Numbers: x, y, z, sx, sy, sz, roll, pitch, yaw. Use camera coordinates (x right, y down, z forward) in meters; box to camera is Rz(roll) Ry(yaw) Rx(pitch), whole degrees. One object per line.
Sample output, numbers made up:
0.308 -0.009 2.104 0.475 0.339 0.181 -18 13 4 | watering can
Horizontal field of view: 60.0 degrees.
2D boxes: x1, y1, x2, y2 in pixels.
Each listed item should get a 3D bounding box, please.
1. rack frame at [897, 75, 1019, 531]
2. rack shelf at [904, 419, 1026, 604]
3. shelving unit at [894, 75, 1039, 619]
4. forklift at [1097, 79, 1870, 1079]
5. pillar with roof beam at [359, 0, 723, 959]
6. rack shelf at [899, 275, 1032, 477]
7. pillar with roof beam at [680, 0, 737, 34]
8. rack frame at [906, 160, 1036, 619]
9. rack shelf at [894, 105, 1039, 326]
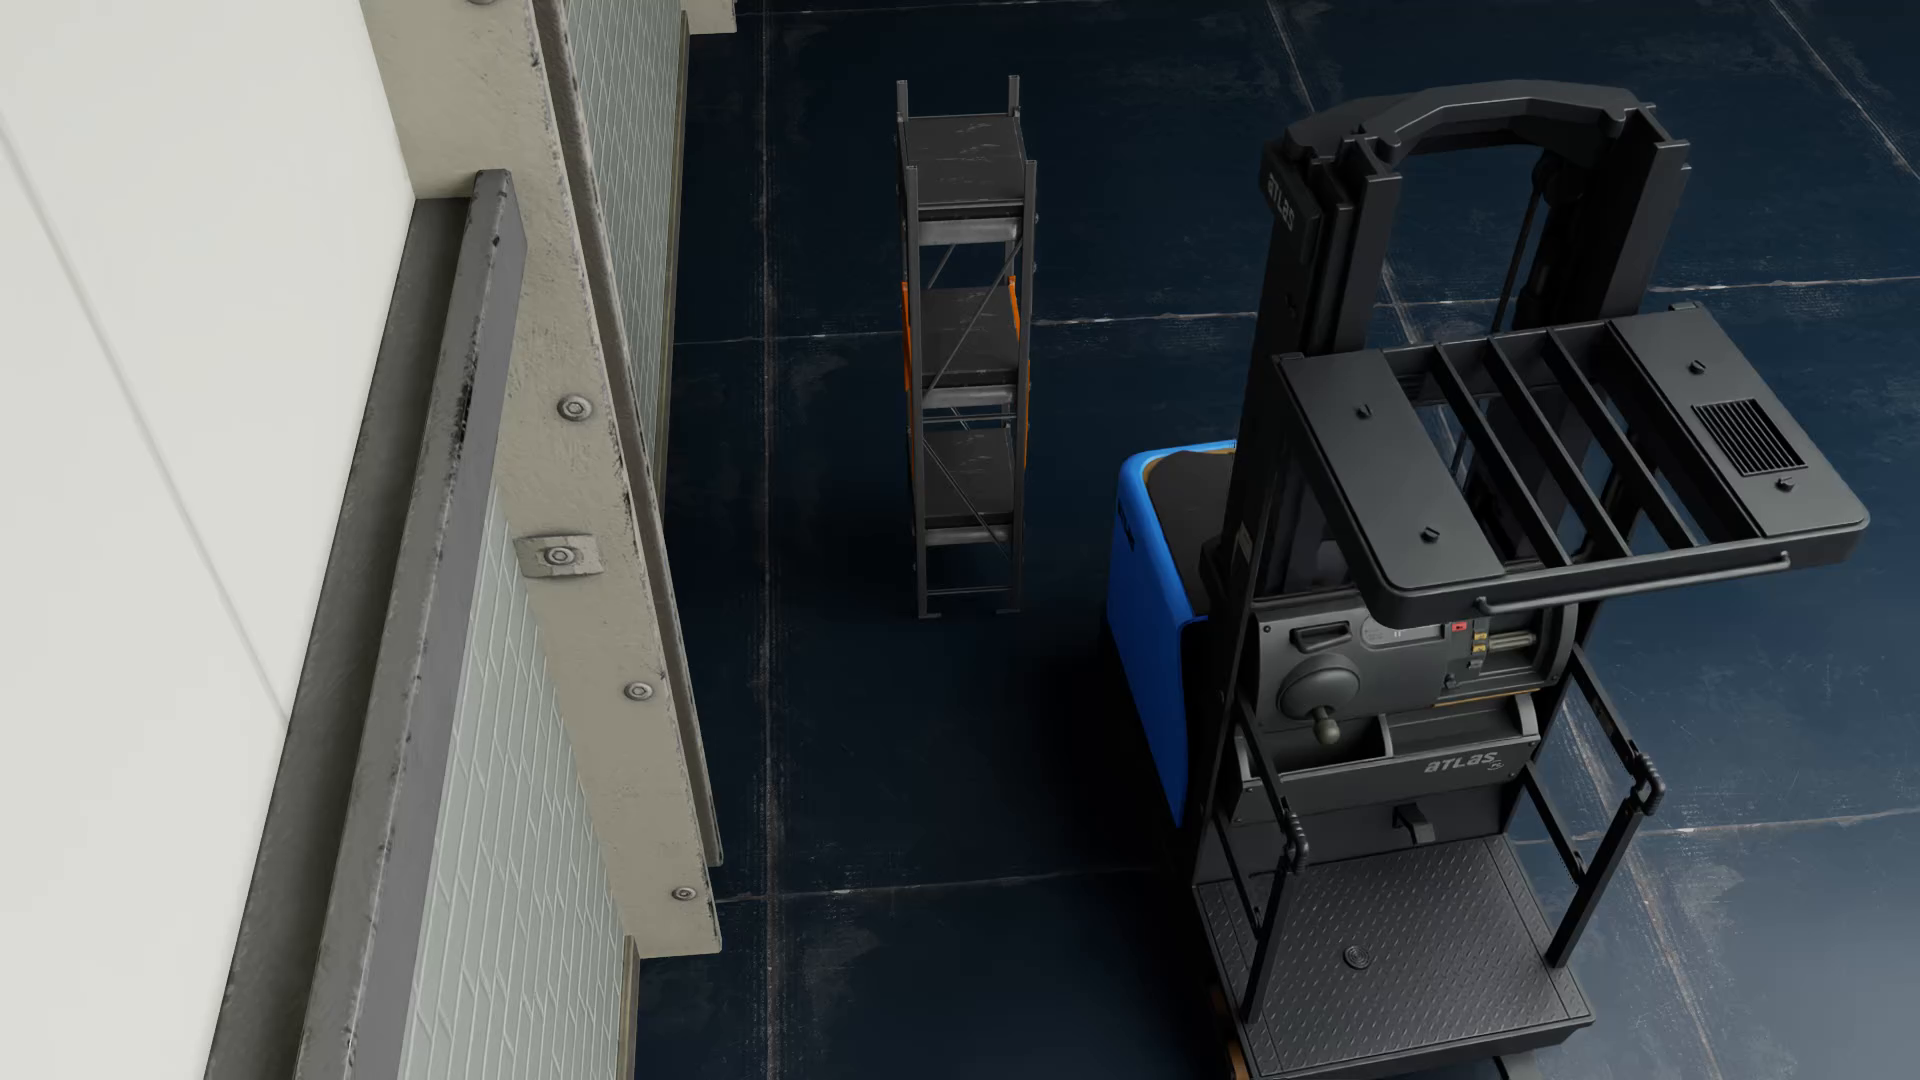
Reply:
-0.007 -0.779 6.178 0.400 2.100 0.015 -3 47 -3 | rack frame
0.014 -0.112 6.529 0.431 0.518 0.480 -3 47 -3 | rack shelf
0.014 -0.602 6.011 0.431 2.100 0.503 -3 47 -3 | shelving unit
1.310 0.421 4.469 1.130 2.935 3.031 -8 47 -7 | forklift
3.319 -2.108 2.685 9.100 9.000 0.400 -3 47 -3 | pillar with roof beam
0.014 -0.593 6.021 0.431 0.518 0.480 -3 47 -3 | rack shelf
2.817 -6.449 6.796 9.100 9.000 0.400 -3 47 -3 | pillar with roof beam
0.034 -0.426 5.844 0.400 2.100 0.015 -3 47 -3 | rack frame
0.014 -1.074 5.512 0.431 0.518 0.480 -3 47 -3 | rack shelf
